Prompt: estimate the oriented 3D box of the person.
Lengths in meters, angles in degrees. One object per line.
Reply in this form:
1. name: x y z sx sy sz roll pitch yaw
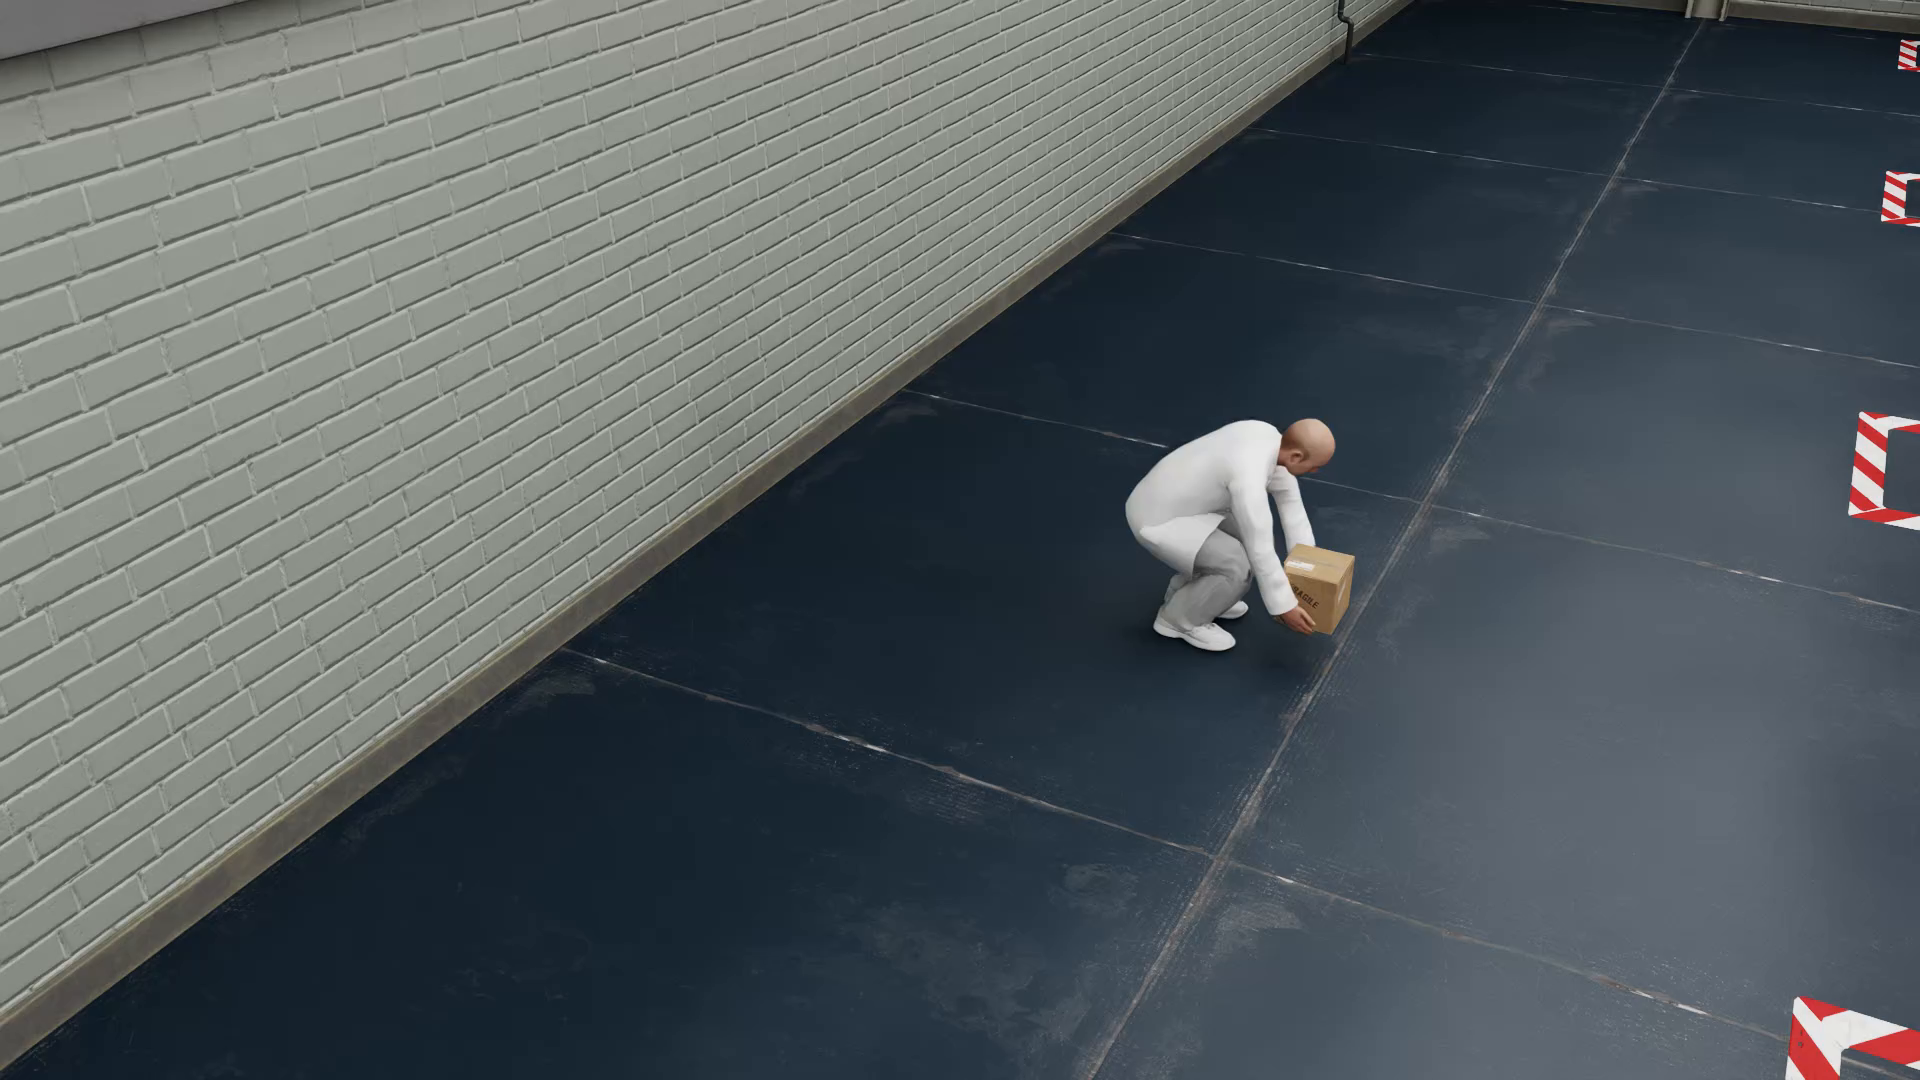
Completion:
1. person: 1.142 -0.070 7.009 0.899 1.046 0.608 14 33 23
